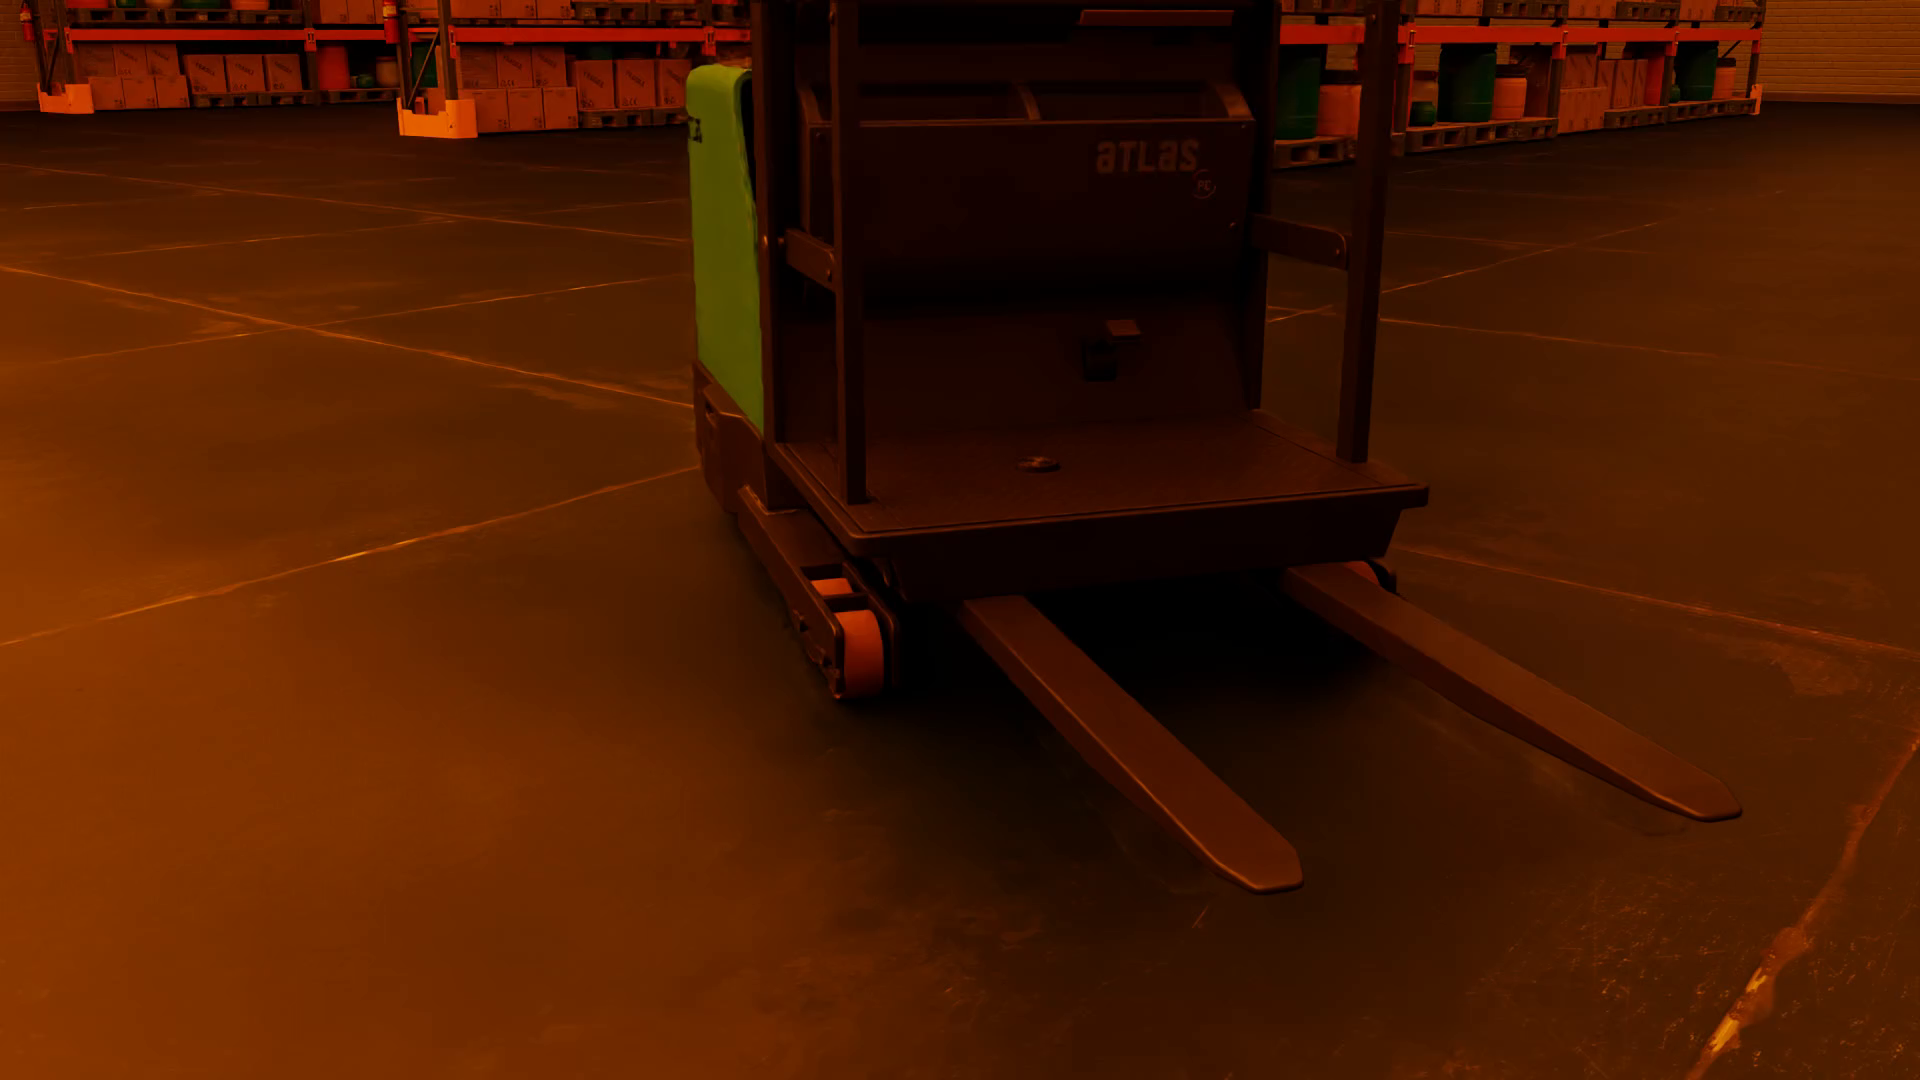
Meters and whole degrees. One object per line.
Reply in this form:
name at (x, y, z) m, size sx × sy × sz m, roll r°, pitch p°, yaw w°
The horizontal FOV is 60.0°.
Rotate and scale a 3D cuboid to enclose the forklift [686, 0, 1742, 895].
forklift at (0.203, -1.242, 2.989) m, size 1.130 × 2.935 × 3.031 m, roll -5°, pitch 18°, yaw -17°
